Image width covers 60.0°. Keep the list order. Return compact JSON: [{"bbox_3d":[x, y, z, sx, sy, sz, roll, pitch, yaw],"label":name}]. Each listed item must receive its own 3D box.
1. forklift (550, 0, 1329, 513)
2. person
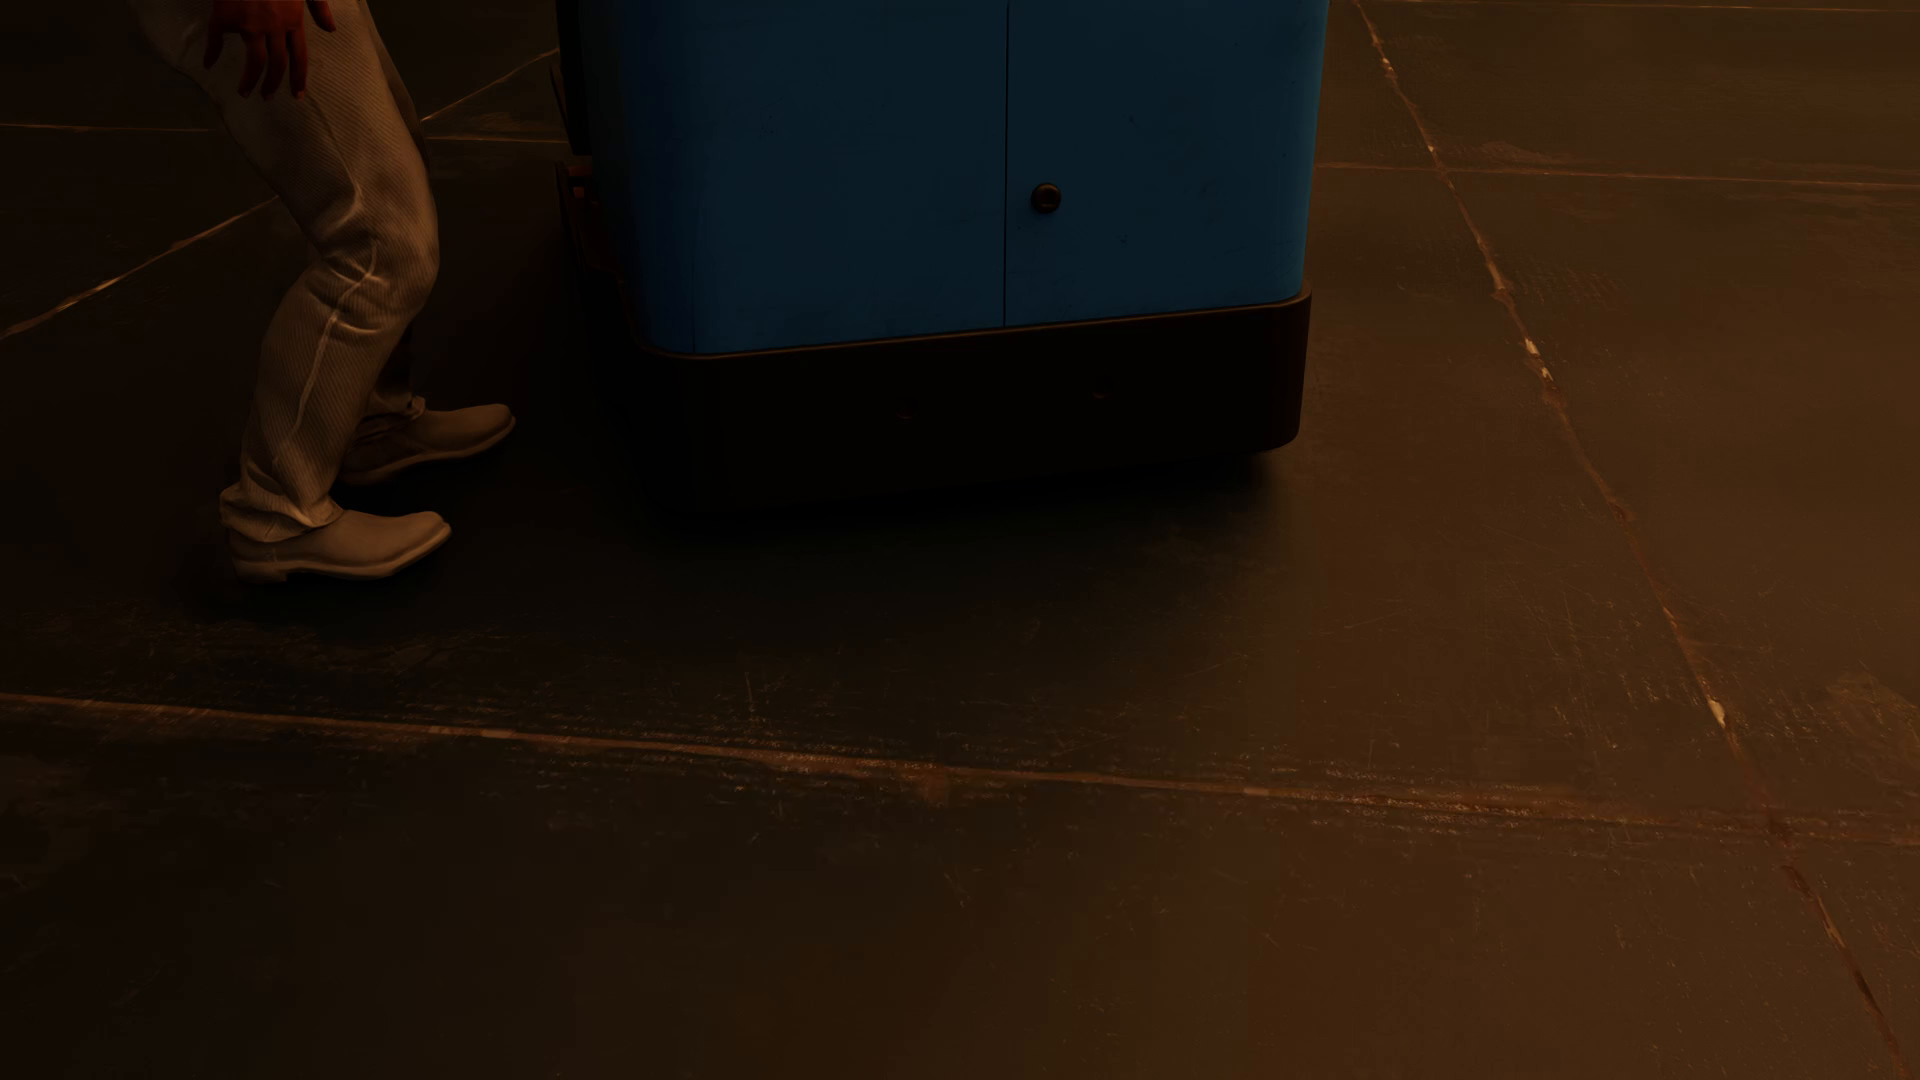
[{"bbox_3d":[-0.332,-1.988,3.202,1.130,2.935,3.031,-7,27,-14],"label":"forklift"},{"bbox_3d":[-0.881,-0.781,2.154,0.476,1.728,0.875,-9,28,-18],"label":"person"}]
